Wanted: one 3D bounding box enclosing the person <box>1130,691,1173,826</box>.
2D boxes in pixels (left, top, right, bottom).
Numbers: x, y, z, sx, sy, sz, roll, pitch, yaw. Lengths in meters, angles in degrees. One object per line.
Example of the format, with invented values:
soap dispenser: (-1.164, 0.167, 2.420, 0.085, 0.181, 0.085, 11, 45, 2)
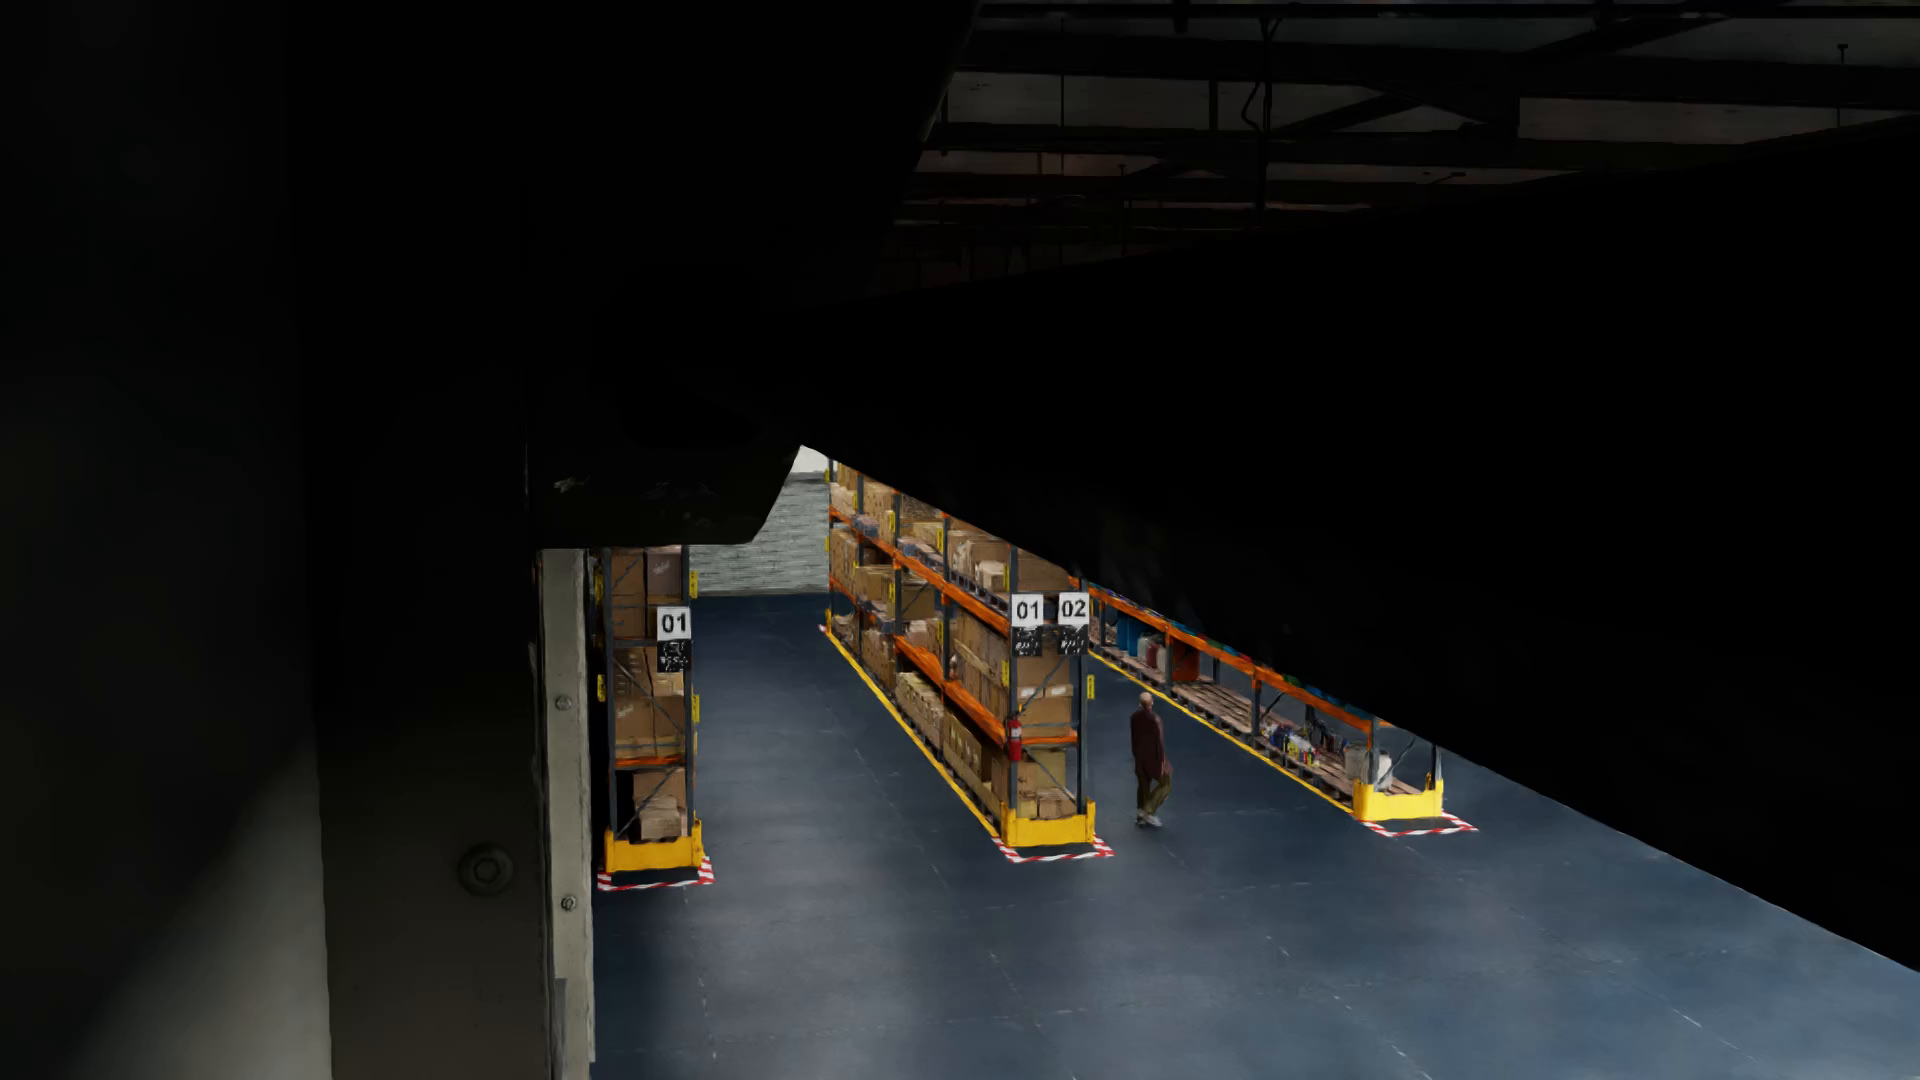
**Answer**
person: (2.478, 2.866, 21.789, 0.517, 1.779, 0.634, -6, 9, -39)
